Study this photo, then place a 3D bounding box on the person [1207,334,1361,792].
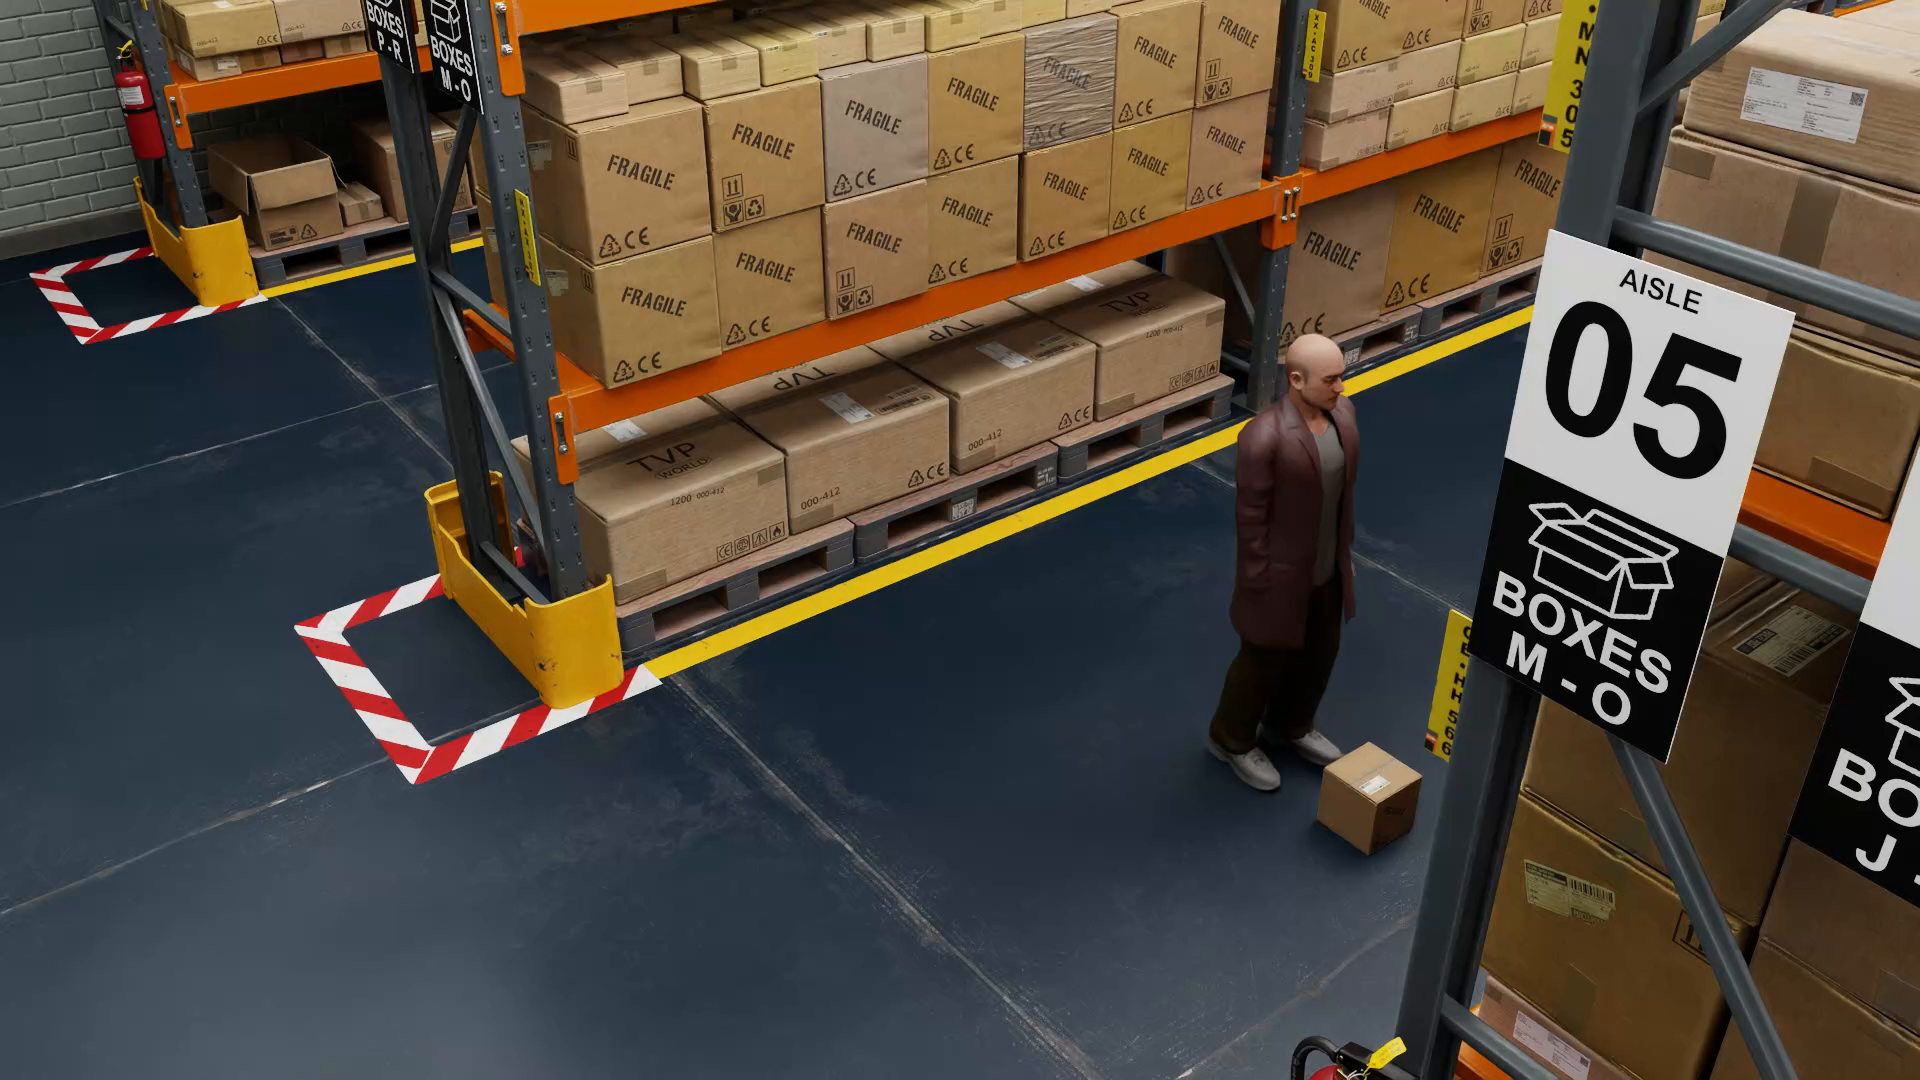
[{"bbox_3d":[1.224,0.092,6.007,0.562,1.776,0.411,-21,38,-30],"label":"person"}]
